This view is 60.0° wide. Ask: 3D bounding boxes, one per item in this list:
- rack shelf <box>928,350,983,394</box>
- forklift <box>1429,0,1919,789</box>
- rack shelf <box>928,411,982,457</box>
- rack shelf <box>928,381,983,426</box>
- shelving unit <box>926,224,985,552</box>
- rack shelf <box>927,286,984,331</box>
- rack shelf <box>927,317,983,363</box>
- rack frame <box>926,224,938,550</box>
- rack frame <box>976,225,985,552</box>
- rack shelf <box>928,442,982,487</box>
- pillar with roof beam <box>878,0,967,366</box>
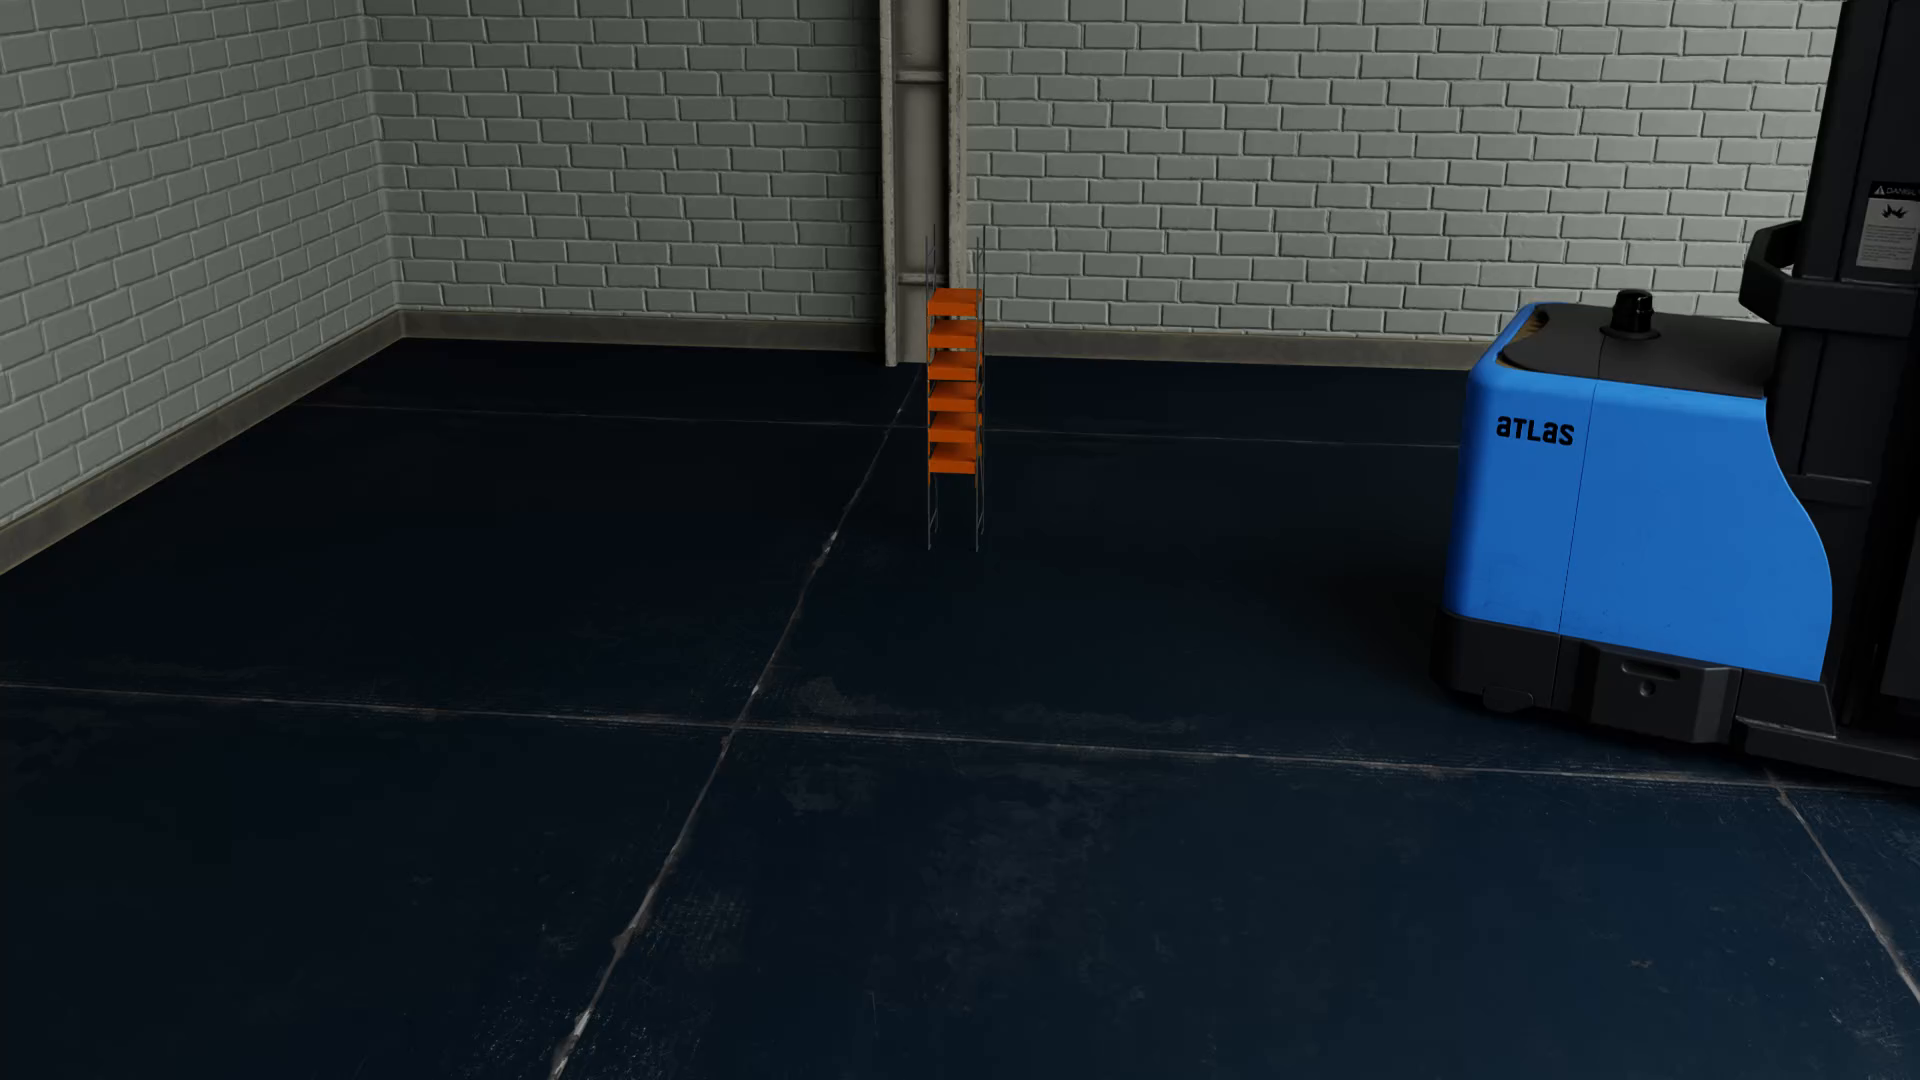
[{"bbox_3d":[-0.014,-0.629,6.193,0.180,0.103,0.258,2,22,6],"label":"rack shelf"},{"bbox_3d":[3.011,-0.772,4.406,3.031,2.935,1.130,11,24,25],"label":"forklift"},{"bbox_3d":[-0.014,-0.406,6.281,0.180,0.103,0.258,2,22,6],"label":"rack shelf"},{"bbox_3d":[-0.014,-0.517,6.237,0.180,0.103,0.258,2,22,6],"label":"rack shelf"},{"bbox_3d":[-0.014,-0.559,6.221,0.189,1.200,0.258,2,22,6],"label":"shelving unit"},{"bbox_3d":[-0.014,-0.852,6.105,0.180,0.103,0.258,2,22,6],"label":"rack shelf"},{"bbox_3d":[-0.014,-0.740,6.149,0.180,0.103,0.258,2,22,6],"label":"rack shelf"},{"bbox_3d":[-0.105,-0.563,6.231,0.006,1.200,0.240,2,22,6],"label":"rack frame"},{"bbox_3d":[0.077,-0.555,6.211,0.006,1.200,0.240,2,22,6],"label":"rack frame"},{"bbox_3d":[-0.014,-0.294,6.325,0.180,0.103,0.258,2,22,6],"label":"rack shelf"},{"bbox_3d":[-0.688,-3.577,3.247,0.400,9.000,9.100,2,22,6],"label":"pillar with roof beam"}]
